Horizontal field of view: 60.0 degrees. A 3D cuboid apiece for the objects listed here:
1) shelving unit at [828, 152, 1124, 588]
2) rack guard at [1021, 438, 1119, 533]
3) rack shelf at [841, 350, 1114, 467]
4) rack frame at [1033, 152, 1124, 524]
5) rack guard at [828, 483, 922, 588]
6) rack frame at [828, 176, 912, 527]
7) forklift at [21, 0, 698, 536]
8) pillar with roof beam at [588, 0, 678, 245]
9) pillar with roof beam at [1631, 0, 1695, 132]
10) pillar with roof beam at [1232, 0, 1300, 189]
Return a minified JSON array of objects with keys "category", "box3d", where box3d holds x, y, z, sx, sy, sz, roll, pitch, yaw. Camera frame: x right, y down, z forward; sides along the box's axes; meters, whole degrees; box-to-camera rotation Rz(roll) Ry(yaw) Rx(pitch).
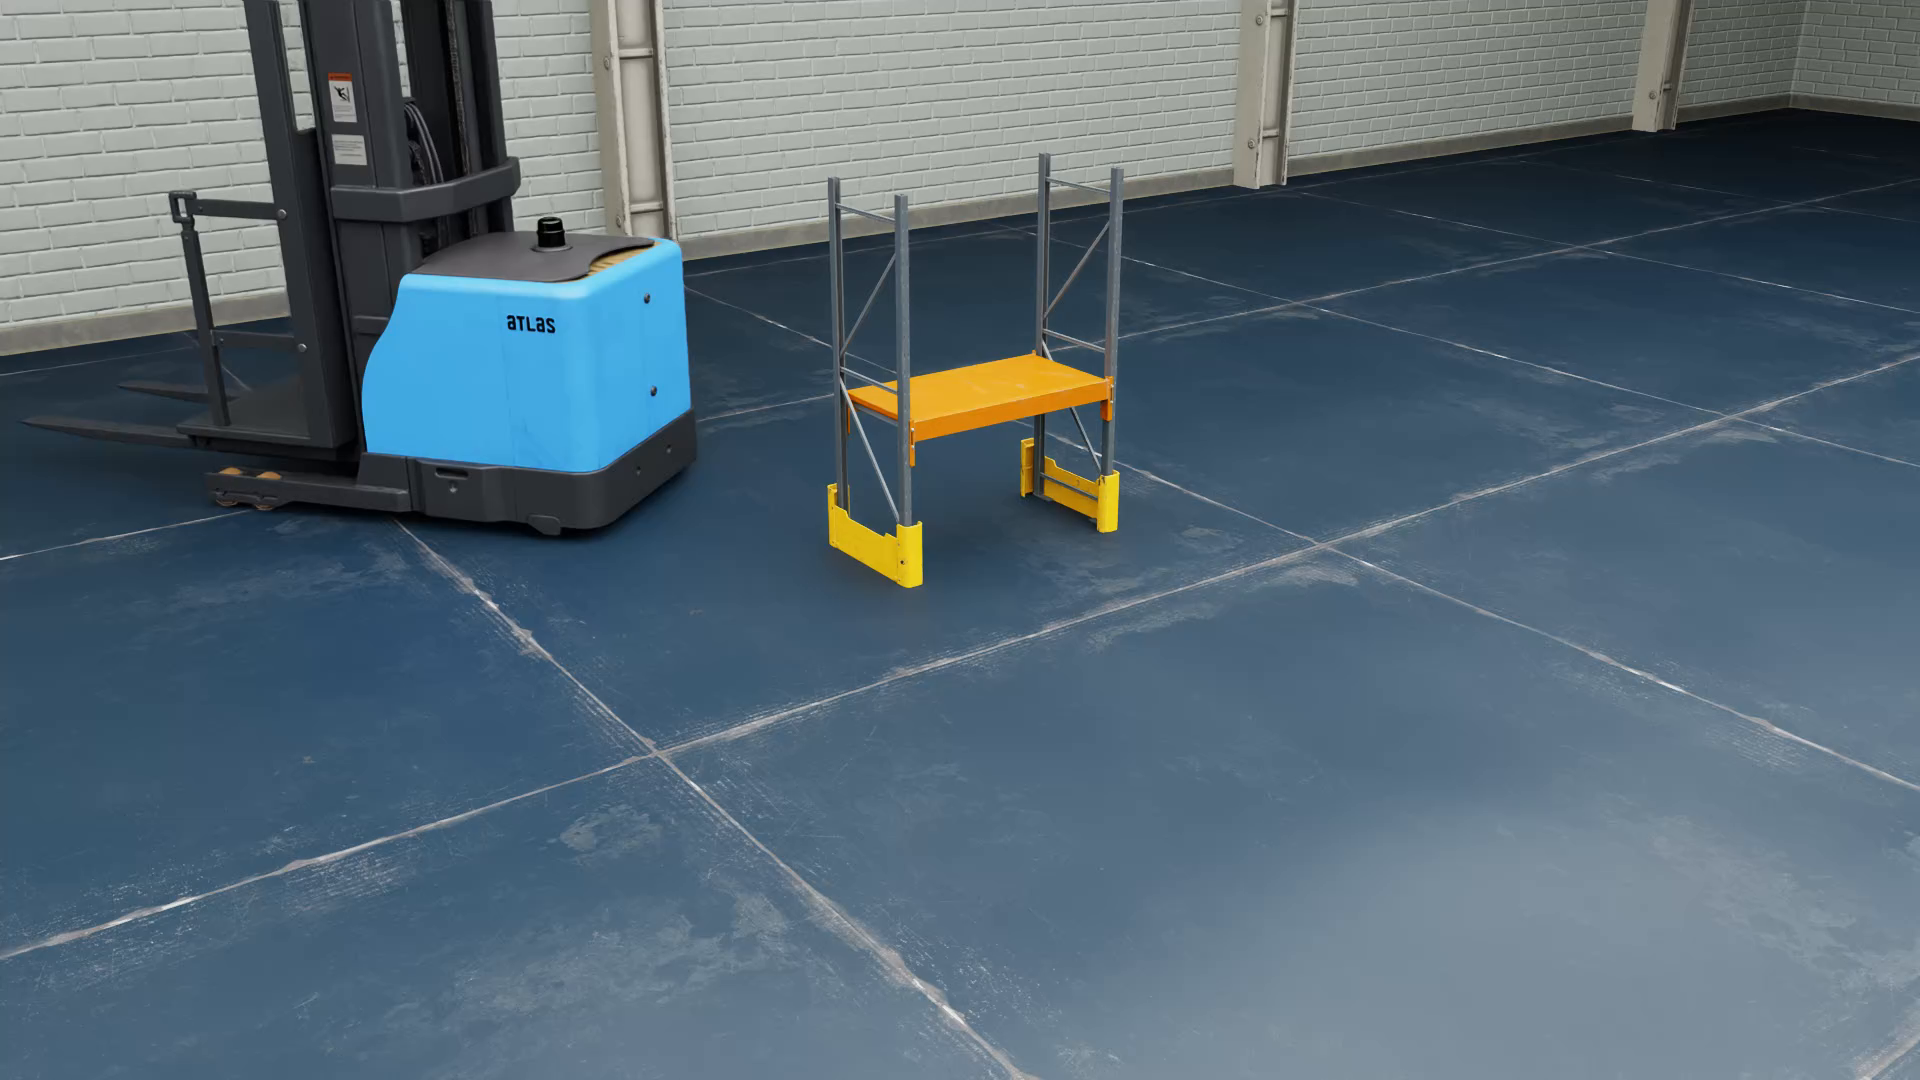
[{"category":"shelving unit","box3d":[0.062,-0.713,6.660,1.083,1.500,0.587,-15,26,-33]},{"category":"rack guard","box3d":[0.466,-0.240,7.162,0.087,0.250,0.587,-15,26,-33]},{"category":"rack shelf","box3d":[0.069,-0.548,6.731,1.000,0.185,0.538,-15,26,-33]},{"category":"rack frame","box3d":[0.482,-0.825,6.940,0.032,1.500,0.500,-15,26,-33]},{"category":"rack guard","box3d":[-0.342,-0.025,6.621,0.087,0.250,0.587,-15,26,-33]},{"category":"rack frame","box3d":[-0.343,-0.605,6.389,0.032,1.500,0.500,-15,26,-33]},{"category":"forklift","box3d":[-2.785,-1.668,7.122,3.031,2.935,1.130,6,23,15]},{"category":"pillar with roof beam","box3d":[0.312,-4.764,6.693,0.400,9.000,9.100,-15,26,-33]},{"category":"pillar with roof beam","box3d":[10.053,-7.361,13.202,0.400,9.000,9.100,-15,26,-33]},{"category":"pillar with roof beam","box3d":[5.183,-6.063,9.948,0.400,9.000,9.100,-15,26,-33]}]
